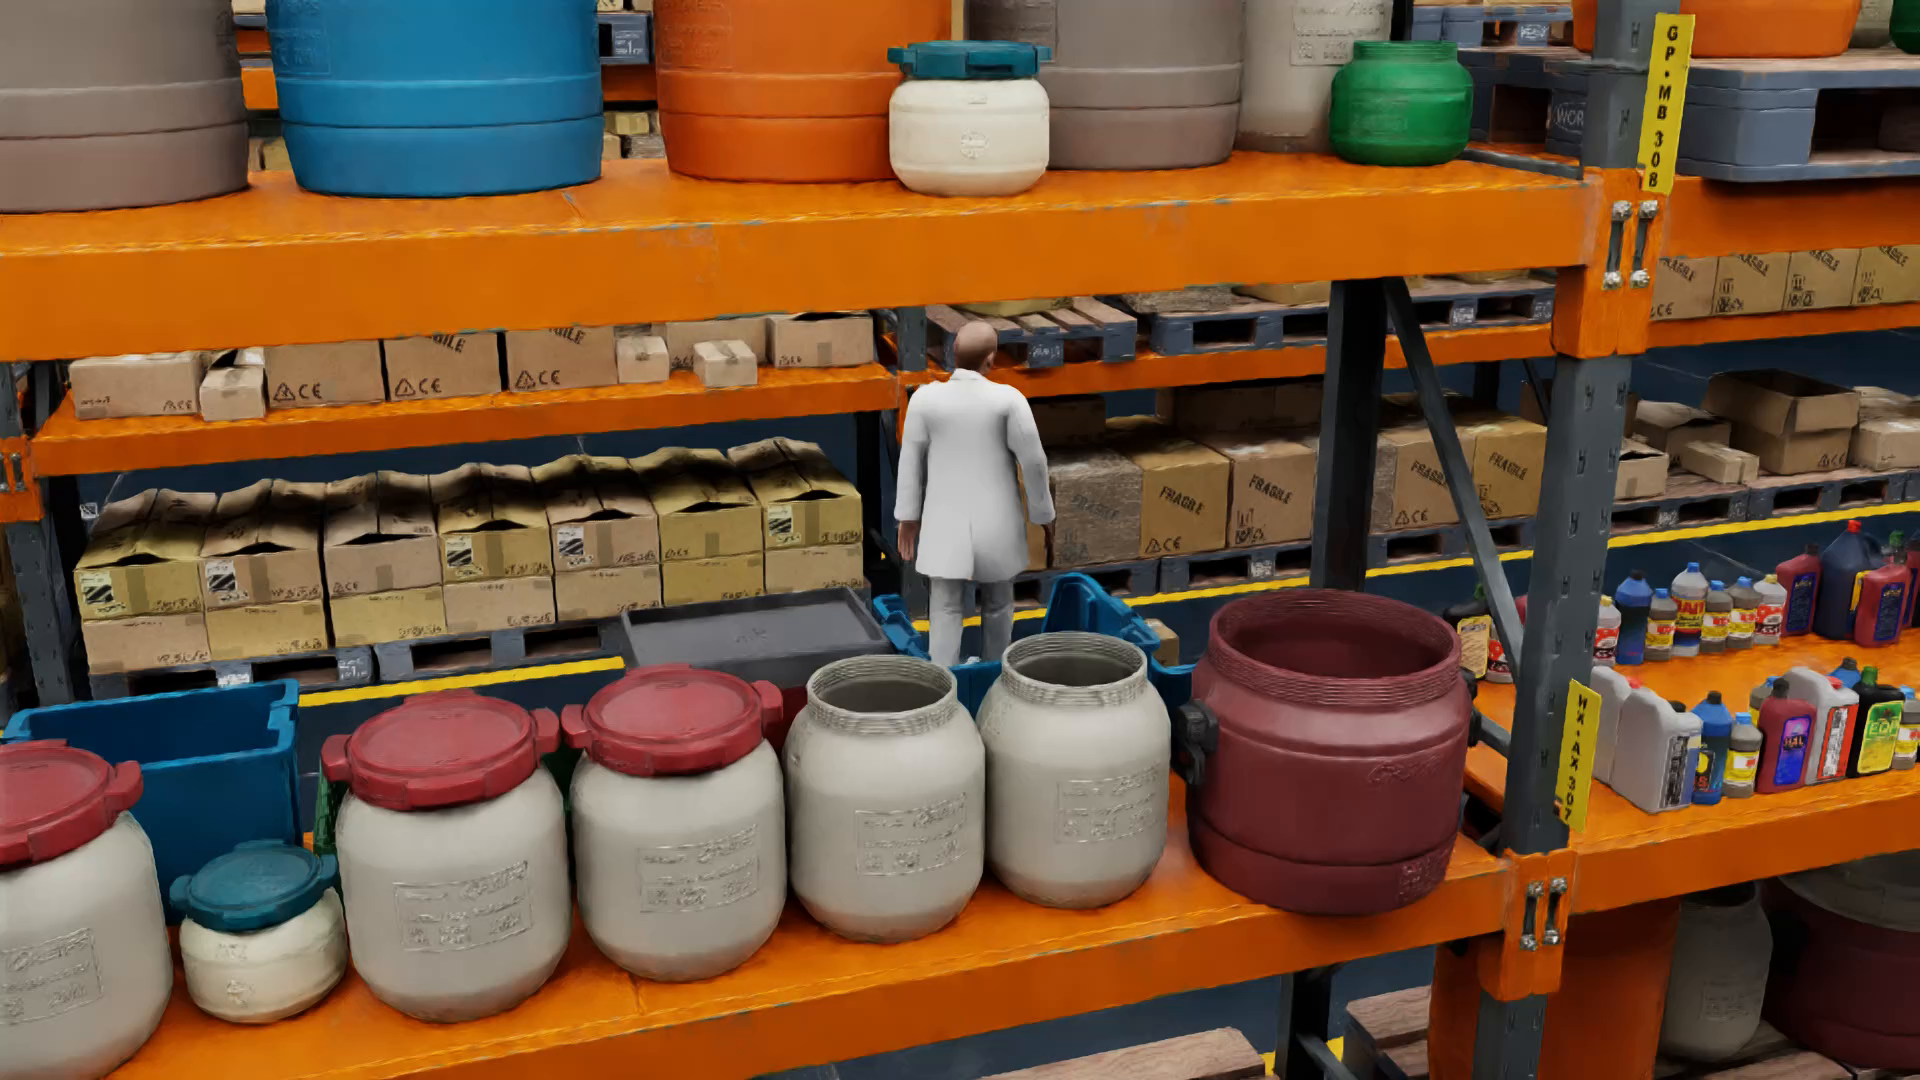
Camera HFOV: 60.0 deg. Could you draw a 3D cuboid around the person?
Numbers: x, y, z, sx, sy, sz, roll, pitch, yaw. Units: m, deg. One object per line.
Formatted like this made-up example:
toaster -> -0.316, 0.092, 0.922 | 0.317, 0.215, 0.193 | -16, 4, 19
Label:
person -> 0.067, -0.091, 7.320 | 0.707, 1.775, 0.678 | 2, 19, 5
